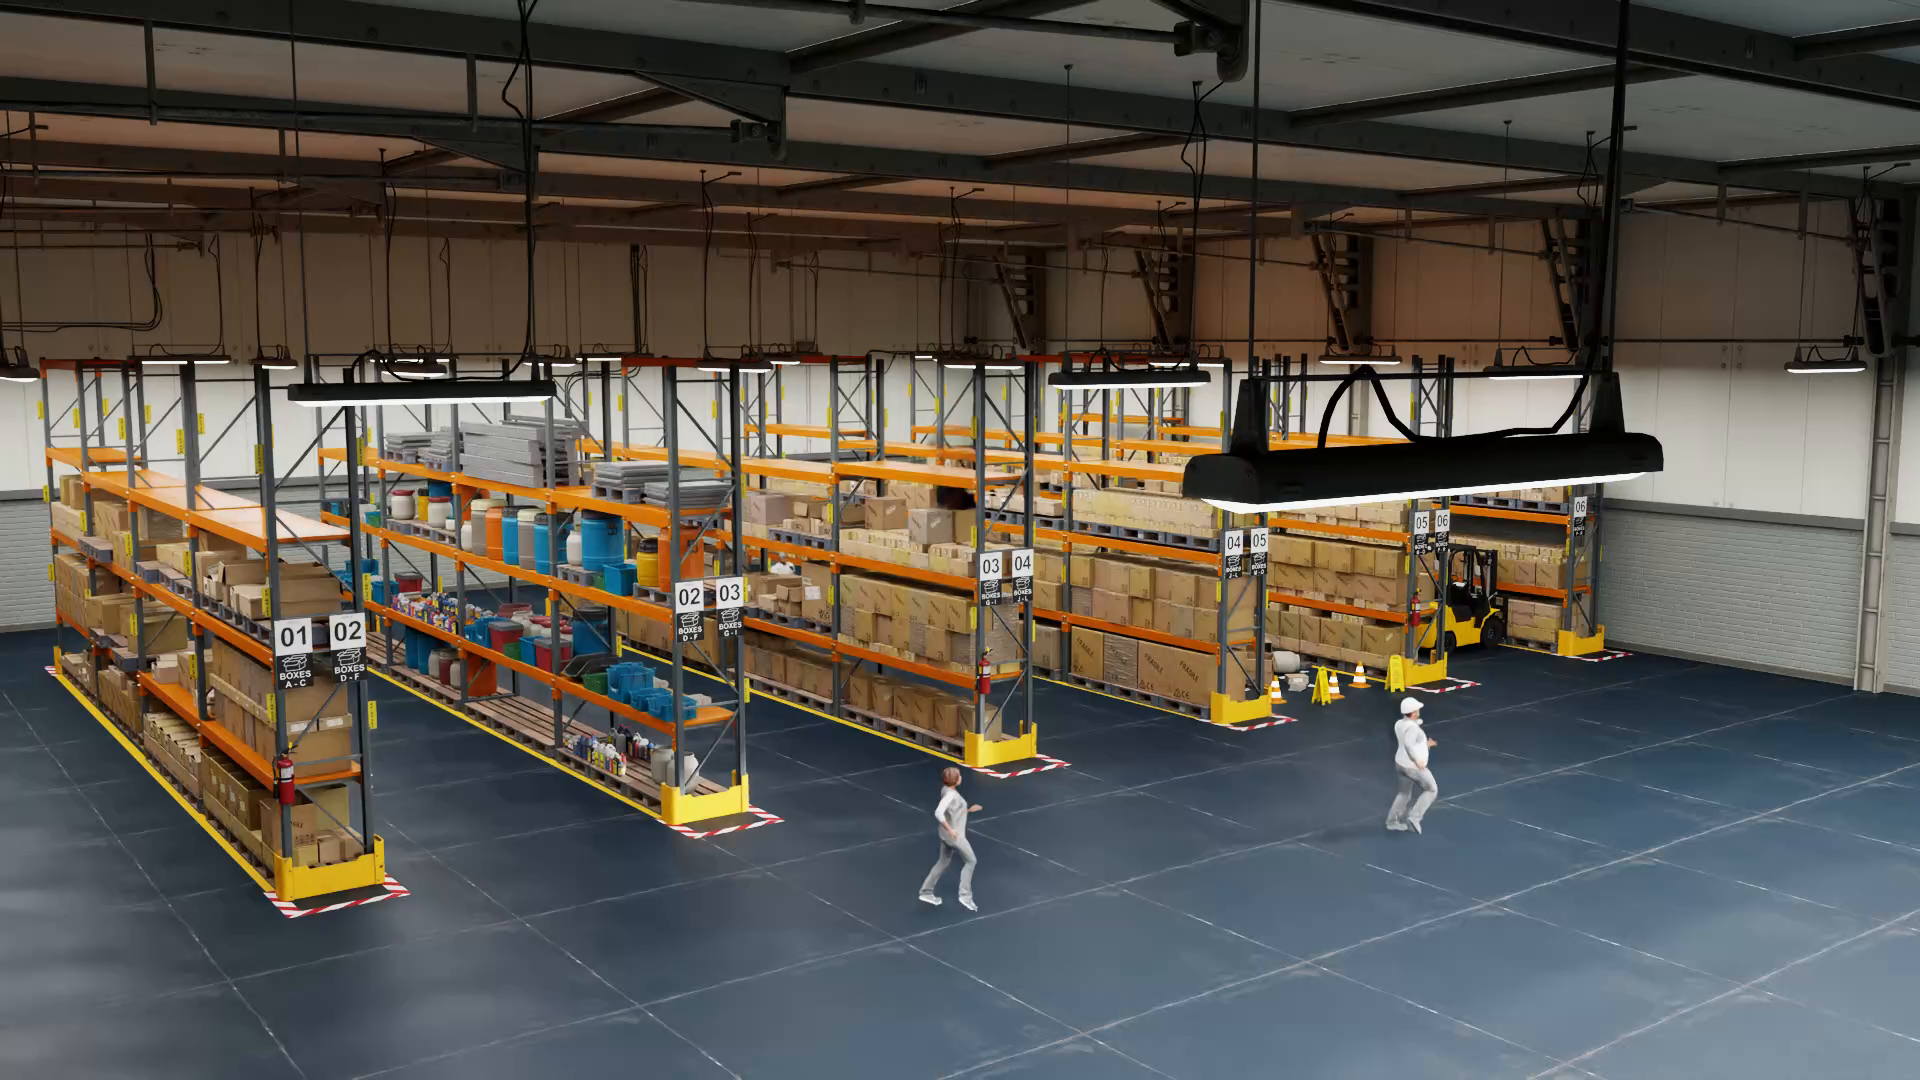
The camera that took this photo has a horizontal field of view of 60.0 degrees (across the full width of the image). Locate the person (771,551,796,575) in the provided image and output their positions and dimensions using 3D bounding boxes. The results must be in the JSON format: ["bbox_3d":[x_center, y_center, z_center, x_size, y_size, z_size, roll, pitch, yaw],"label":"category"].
[{"bbox_3d":[-3.813,1.124,36.321,0.670,1.827,0.755,-3,8,-27],"label":"person"}]

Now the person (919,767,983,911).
[{"bbox_3d":[-0.096,3.326,18.465,0.721,1.642,0.506,-2,7,-17],"label":"person"}]

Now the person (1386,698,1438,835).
[{"bbox_3d":[5.825,2.898,21.352,0.693,1.771,0.629,-2,7,-17],"label":"person"}]
